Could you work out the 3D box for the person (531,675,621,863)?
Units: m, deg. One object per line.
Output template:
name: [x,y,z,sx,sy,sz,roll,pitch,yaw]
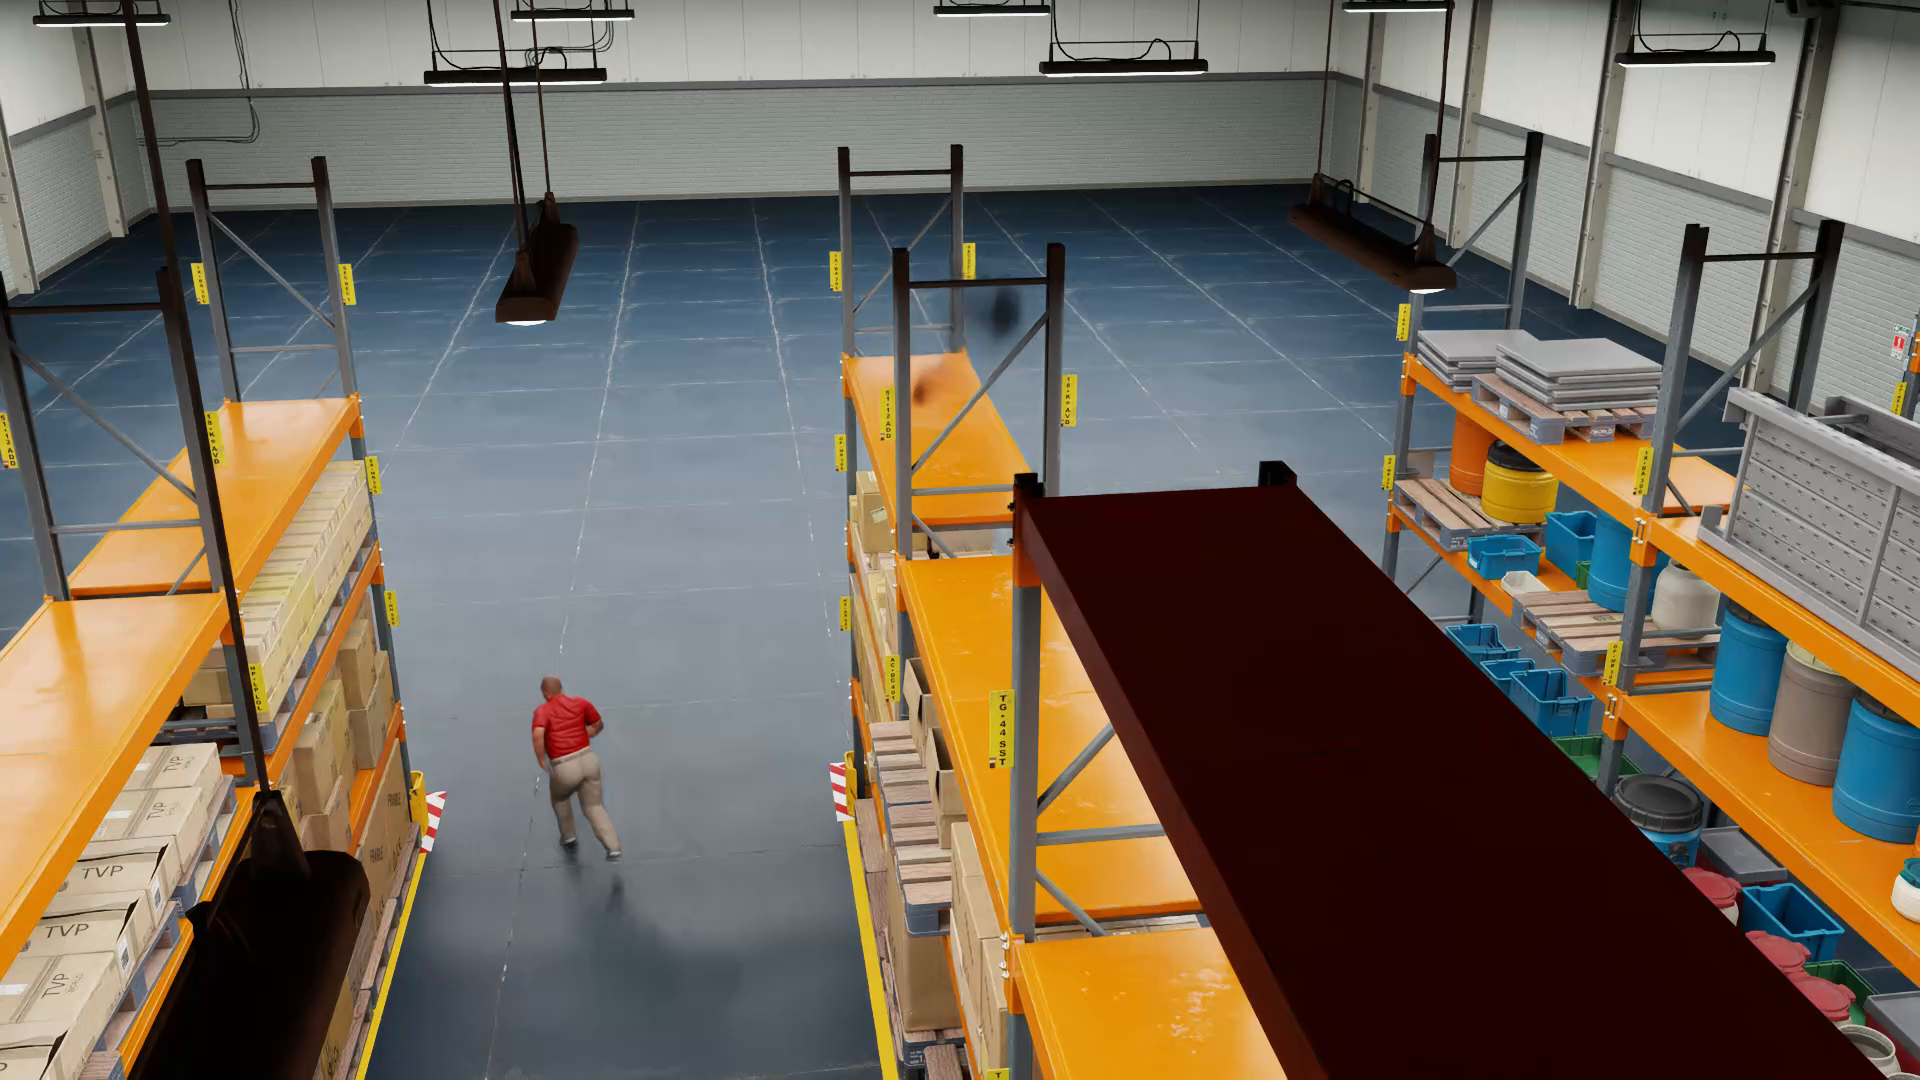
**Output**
person: [-3.271,2.057,14.287,0.703,1.694,1.020,-19,28,-40]
